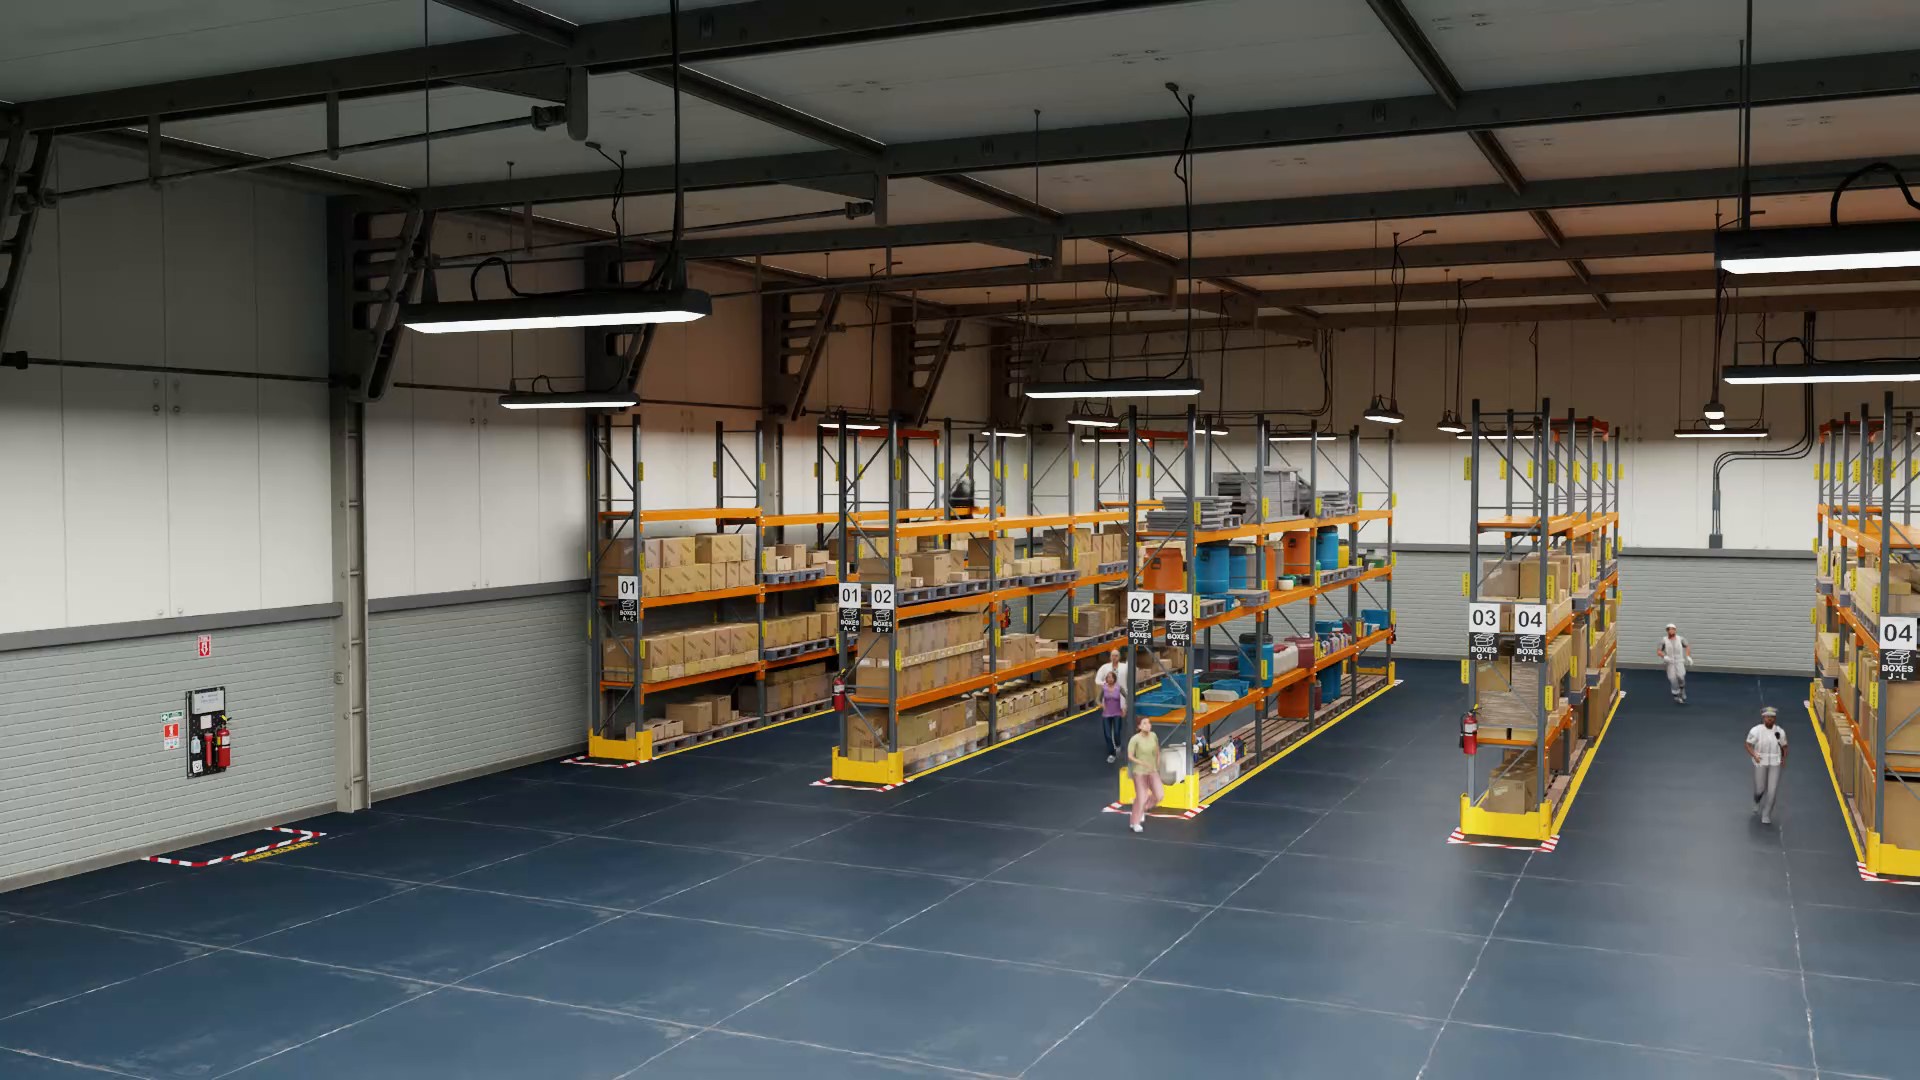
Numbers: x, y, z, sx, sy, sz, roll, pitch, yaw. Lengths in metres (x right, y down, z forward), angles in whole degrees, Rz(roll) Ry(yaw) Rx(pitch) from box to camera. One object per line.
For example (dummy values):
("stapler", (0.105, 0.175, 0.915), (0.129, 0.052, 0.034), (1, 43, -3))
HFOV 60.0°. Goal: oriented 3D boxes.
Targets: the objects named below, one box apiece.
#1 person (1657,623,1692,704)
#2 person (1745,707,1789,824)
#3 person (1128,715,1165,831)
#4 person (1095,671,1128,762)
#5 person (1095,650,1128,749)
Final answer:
("person", (15.362, 2.664, 35.743), (0.717, 1.731, 0.599), (1, 2, 18))
("person", (11.530, 3.198, 23.747), (0.564, 1.650, 0.548), (1, 2, 15))
("person", (2.591, 3.238, 23.084), (0.610, 1.625, 0.629), (-1, 3, -26))
("person", (2.606, 3.048, 28.549), (0.590, 1.557, 0.520), (0, 2, 10))
("person", (2.816, 2.868, 30.237), (0.716, 1.753, 0.901), (0, 2, 12))
